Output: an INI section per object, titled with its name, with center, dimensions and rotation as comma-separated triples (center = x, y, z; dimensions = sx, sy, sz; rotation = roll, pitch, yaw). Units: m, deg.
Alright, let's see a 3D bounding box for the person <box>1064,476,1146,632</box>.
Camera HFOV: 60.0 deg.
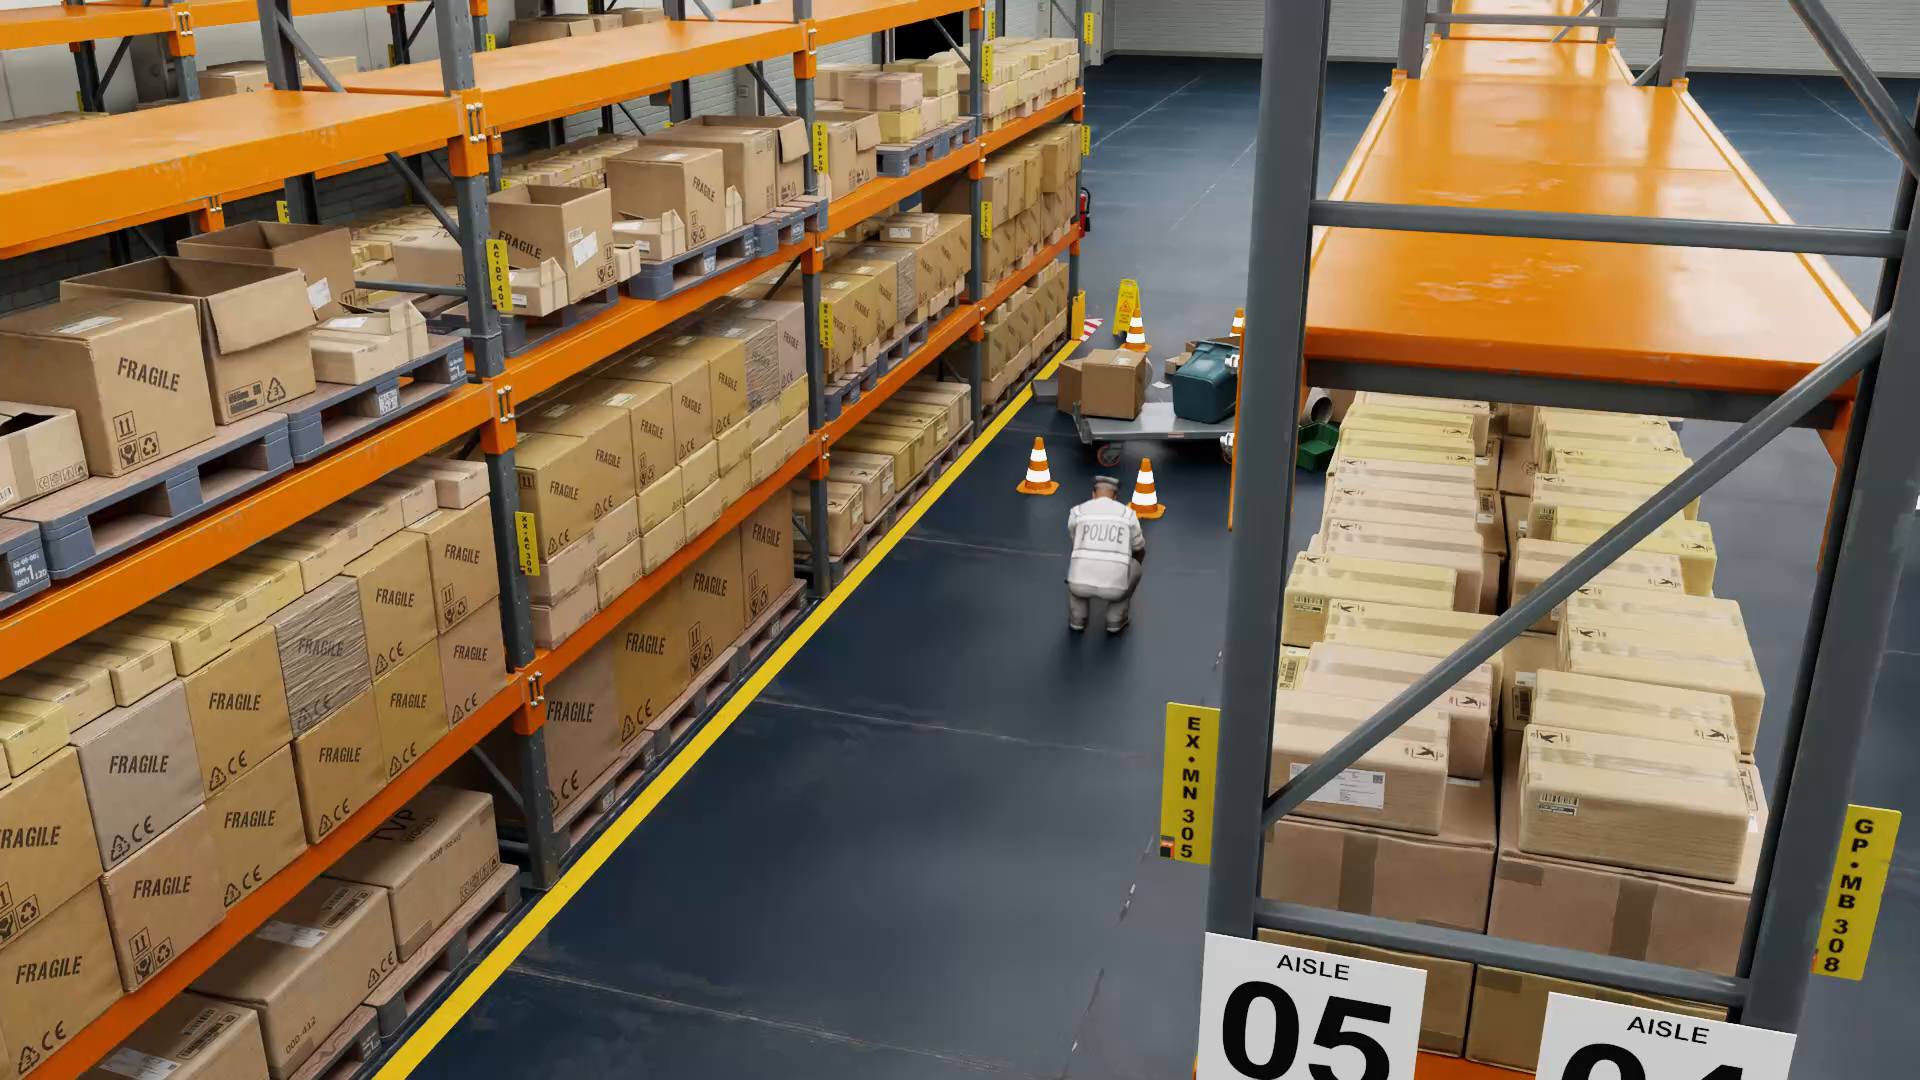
[person]
center = 1.021, 0.102, 11.870
dimensions = 0.553, 1.010, 0.903
rotation = 6, 23, 16
